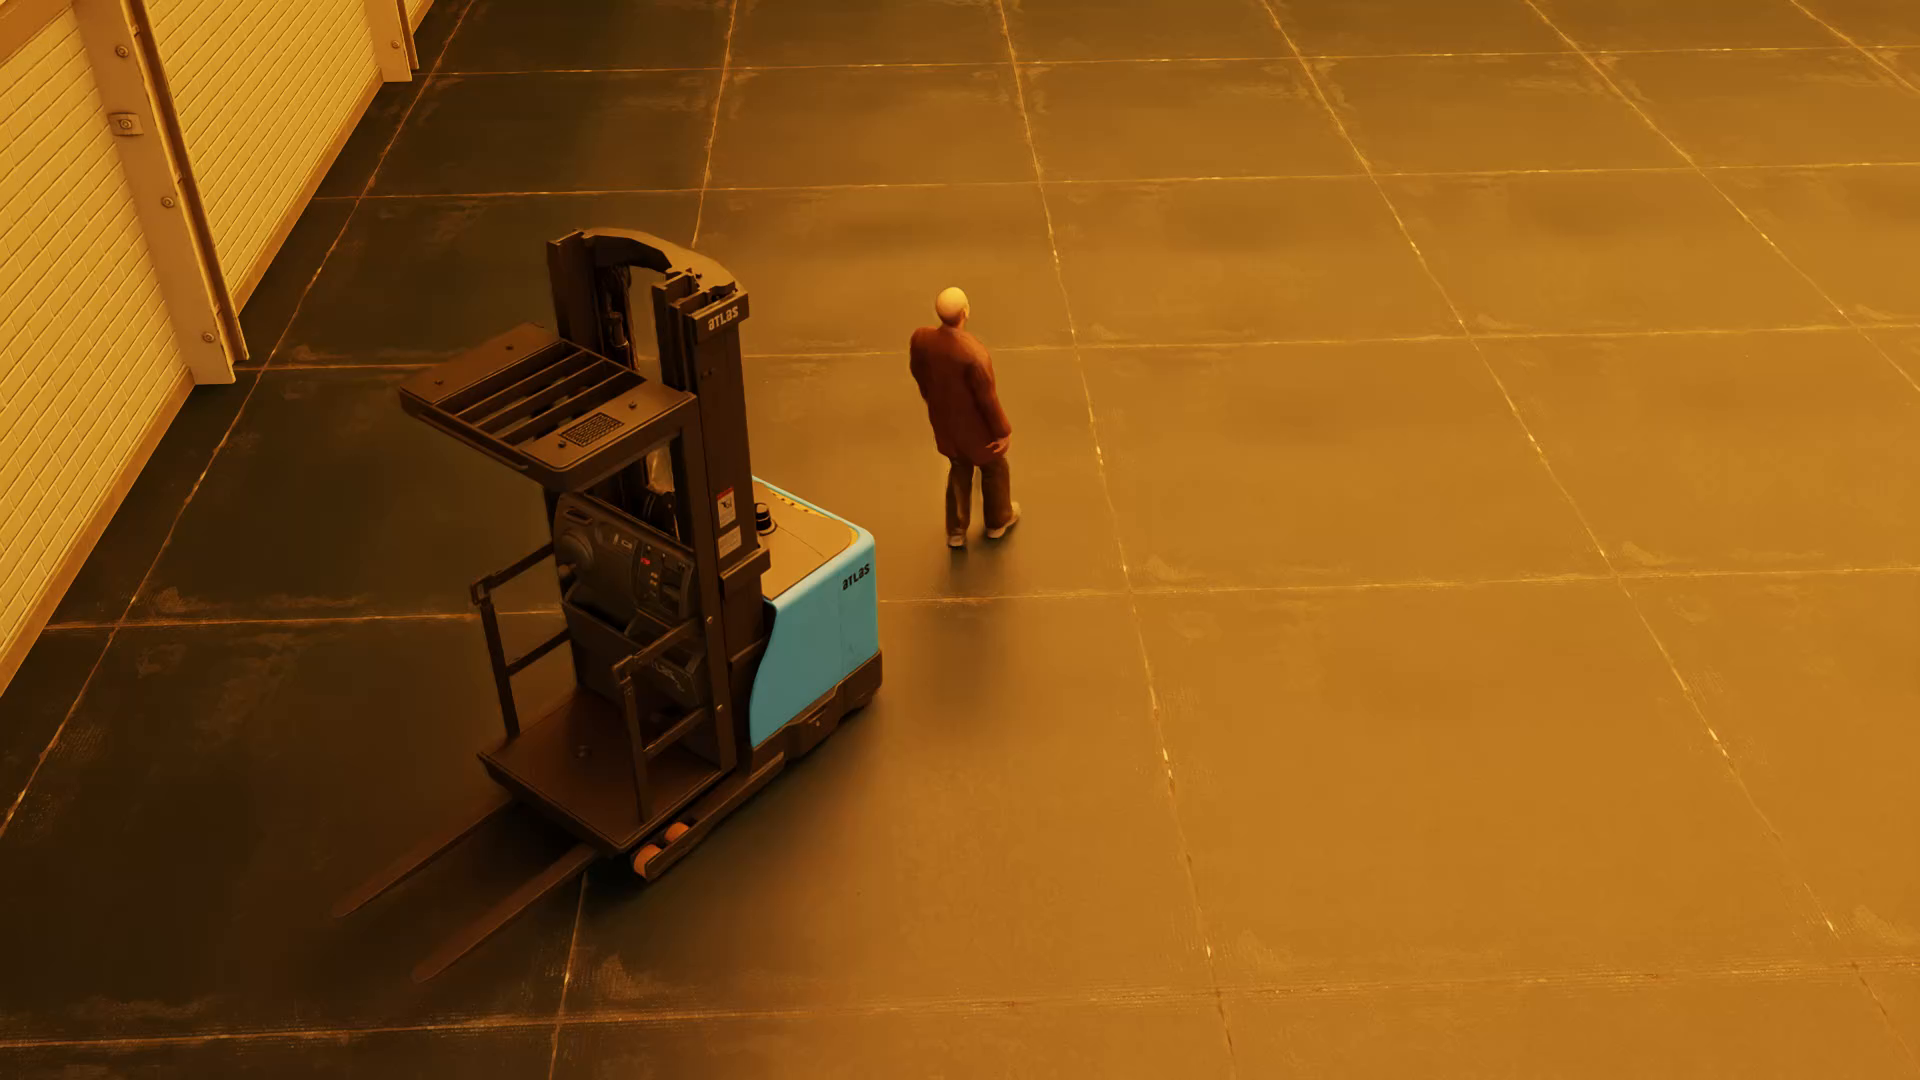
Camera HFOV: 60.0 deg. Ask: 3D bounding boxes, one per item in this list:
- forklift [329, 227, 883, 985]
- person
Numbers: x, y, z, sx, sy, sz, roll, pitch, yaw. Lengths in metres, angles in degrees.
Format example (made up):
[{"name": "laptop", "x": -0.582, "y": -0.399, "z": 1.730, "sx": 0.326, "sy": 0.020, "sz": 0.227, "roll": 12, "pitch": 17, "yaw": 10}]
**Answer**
[{"name": "forklift", "x": -1.739, "y": 0.155, "z": 7.798, "sx": 1.130, "sy": 2.935, "sz": 3.031, "roll": 25, "pitch": 43, "yaw": 30}, {"name": "person", "x": 0.104, "y": -0.789, "z": 10.097, "sx": 0.726, "sy": 1.768, "sz": 0.658, "roll": 27, "pitch": 44, "yaw": 32}]
